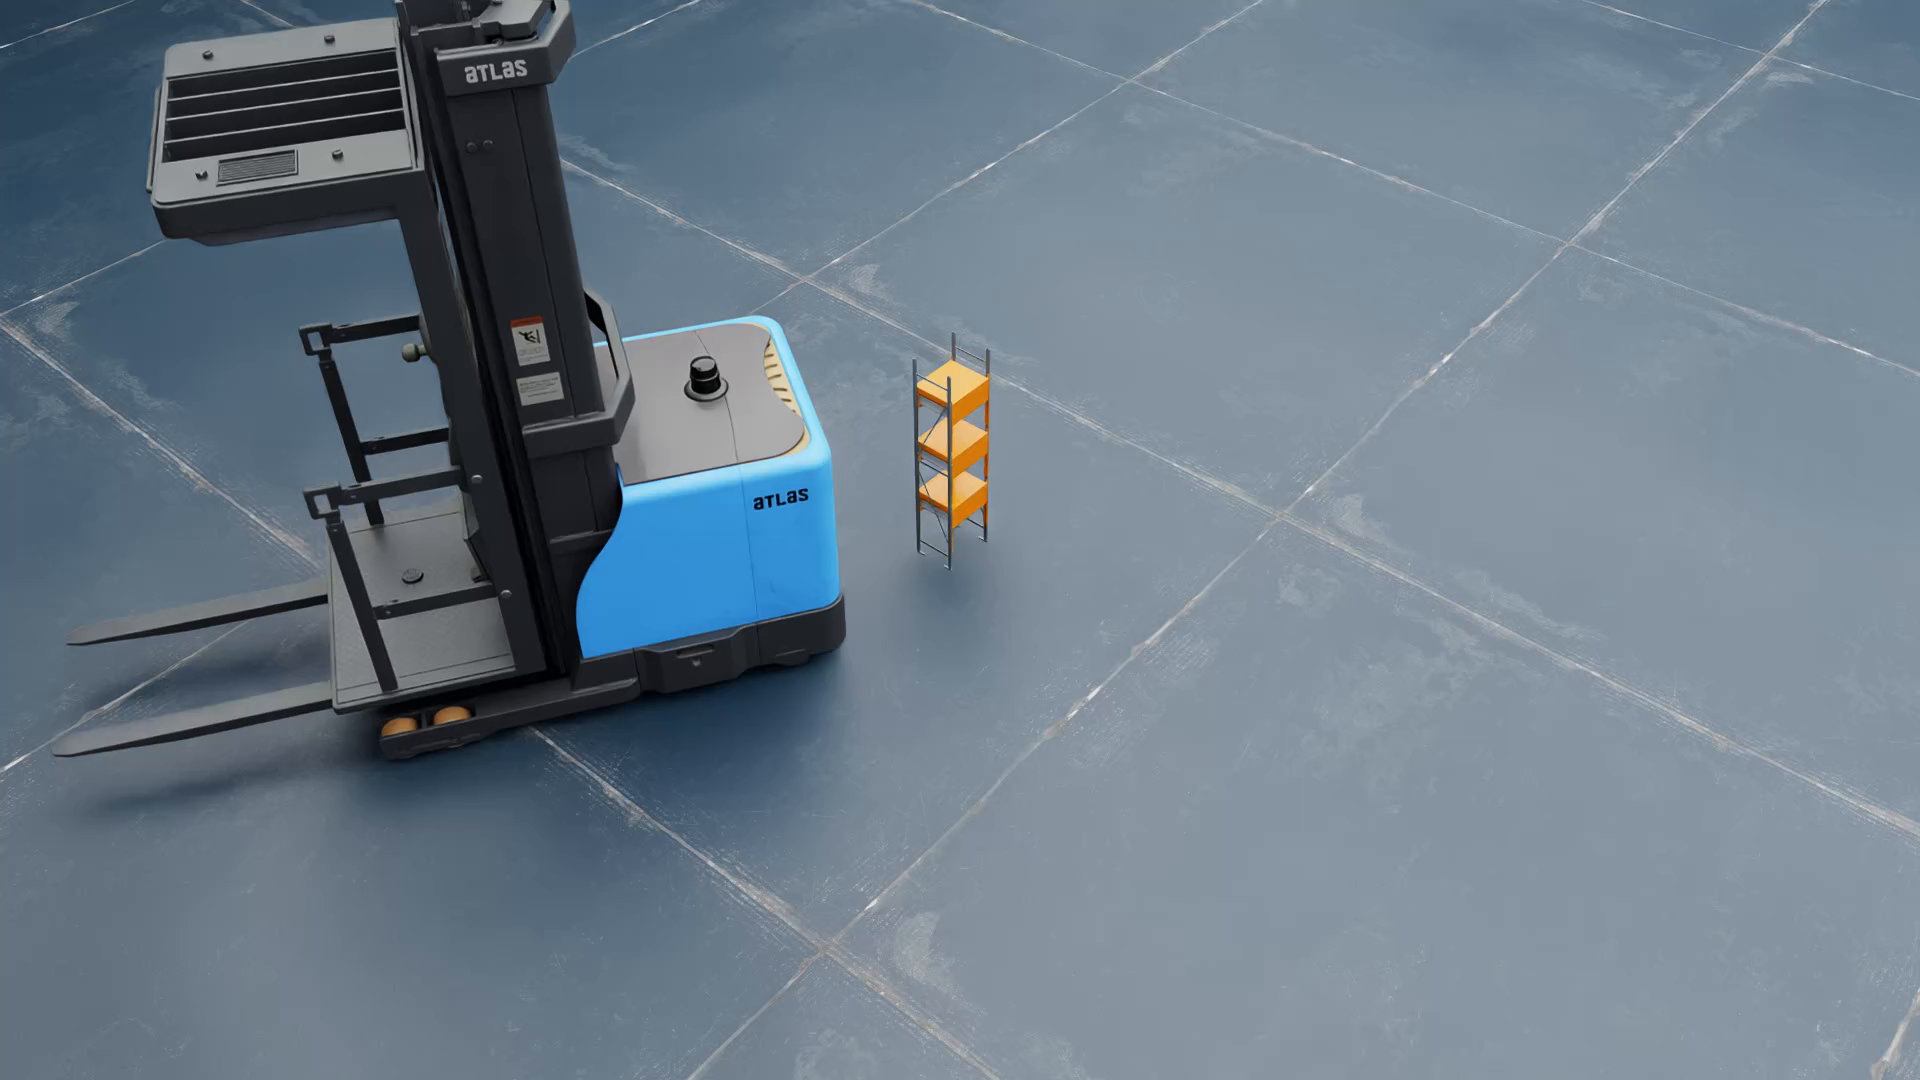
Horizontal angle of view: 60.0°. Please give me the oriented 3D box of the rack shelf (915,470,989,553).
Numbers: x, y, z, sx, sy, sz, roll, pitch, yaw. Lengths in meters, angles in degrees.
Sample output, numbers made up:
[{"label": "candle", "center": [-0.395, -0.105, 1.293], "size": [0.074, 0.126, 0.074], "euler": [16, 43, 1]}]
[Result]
[{"label": "rack shelf", "center": [-0.034, -0.147, 7.243], "size": [0.215, 0.259, 0.240], "euler": [29, 50, 28]}]

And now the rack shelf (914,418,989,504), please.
[{"label": "rack shelf", "center": [-0.034, -0.353, 7.056], "size": [0.215, 0.259, 0.240], "euler": [29, 50, 28]}]

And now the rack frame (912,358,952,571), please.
[{"label": "rack frame", "center": [-0.113, -0.298, 6.980], "size": [0.200, 1.050, 0.008], "euler": [29, 50, 28]}]

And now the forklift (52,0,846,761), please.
[{"label": "forklift", "center": [-2.047, -0.630, 5.947], "size": [3.031, 2.935, 1.130], "euler": [-12, 44, -13]}]

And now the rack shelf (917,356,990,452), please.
[{"label": "rack shelf", "center": [-0.034, -0.563, 6.865], "size": [0.215, 0.259, 0.240], "euler": [29, 50, 28]}]

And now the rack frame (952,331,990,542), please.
[{"label": "rack frame", "center": [0.044, -0.424, 7.118], "size": [0.200, 1.050, 0.008], "euler": [29, 50, 28]}]

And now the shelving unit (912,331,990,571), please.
[{"label": "shelving unit", "center": [-0.034, -0.361, 7.049], "size": [0.215, 1.050, 0.252], "euler": [29, 50, 28]}]
